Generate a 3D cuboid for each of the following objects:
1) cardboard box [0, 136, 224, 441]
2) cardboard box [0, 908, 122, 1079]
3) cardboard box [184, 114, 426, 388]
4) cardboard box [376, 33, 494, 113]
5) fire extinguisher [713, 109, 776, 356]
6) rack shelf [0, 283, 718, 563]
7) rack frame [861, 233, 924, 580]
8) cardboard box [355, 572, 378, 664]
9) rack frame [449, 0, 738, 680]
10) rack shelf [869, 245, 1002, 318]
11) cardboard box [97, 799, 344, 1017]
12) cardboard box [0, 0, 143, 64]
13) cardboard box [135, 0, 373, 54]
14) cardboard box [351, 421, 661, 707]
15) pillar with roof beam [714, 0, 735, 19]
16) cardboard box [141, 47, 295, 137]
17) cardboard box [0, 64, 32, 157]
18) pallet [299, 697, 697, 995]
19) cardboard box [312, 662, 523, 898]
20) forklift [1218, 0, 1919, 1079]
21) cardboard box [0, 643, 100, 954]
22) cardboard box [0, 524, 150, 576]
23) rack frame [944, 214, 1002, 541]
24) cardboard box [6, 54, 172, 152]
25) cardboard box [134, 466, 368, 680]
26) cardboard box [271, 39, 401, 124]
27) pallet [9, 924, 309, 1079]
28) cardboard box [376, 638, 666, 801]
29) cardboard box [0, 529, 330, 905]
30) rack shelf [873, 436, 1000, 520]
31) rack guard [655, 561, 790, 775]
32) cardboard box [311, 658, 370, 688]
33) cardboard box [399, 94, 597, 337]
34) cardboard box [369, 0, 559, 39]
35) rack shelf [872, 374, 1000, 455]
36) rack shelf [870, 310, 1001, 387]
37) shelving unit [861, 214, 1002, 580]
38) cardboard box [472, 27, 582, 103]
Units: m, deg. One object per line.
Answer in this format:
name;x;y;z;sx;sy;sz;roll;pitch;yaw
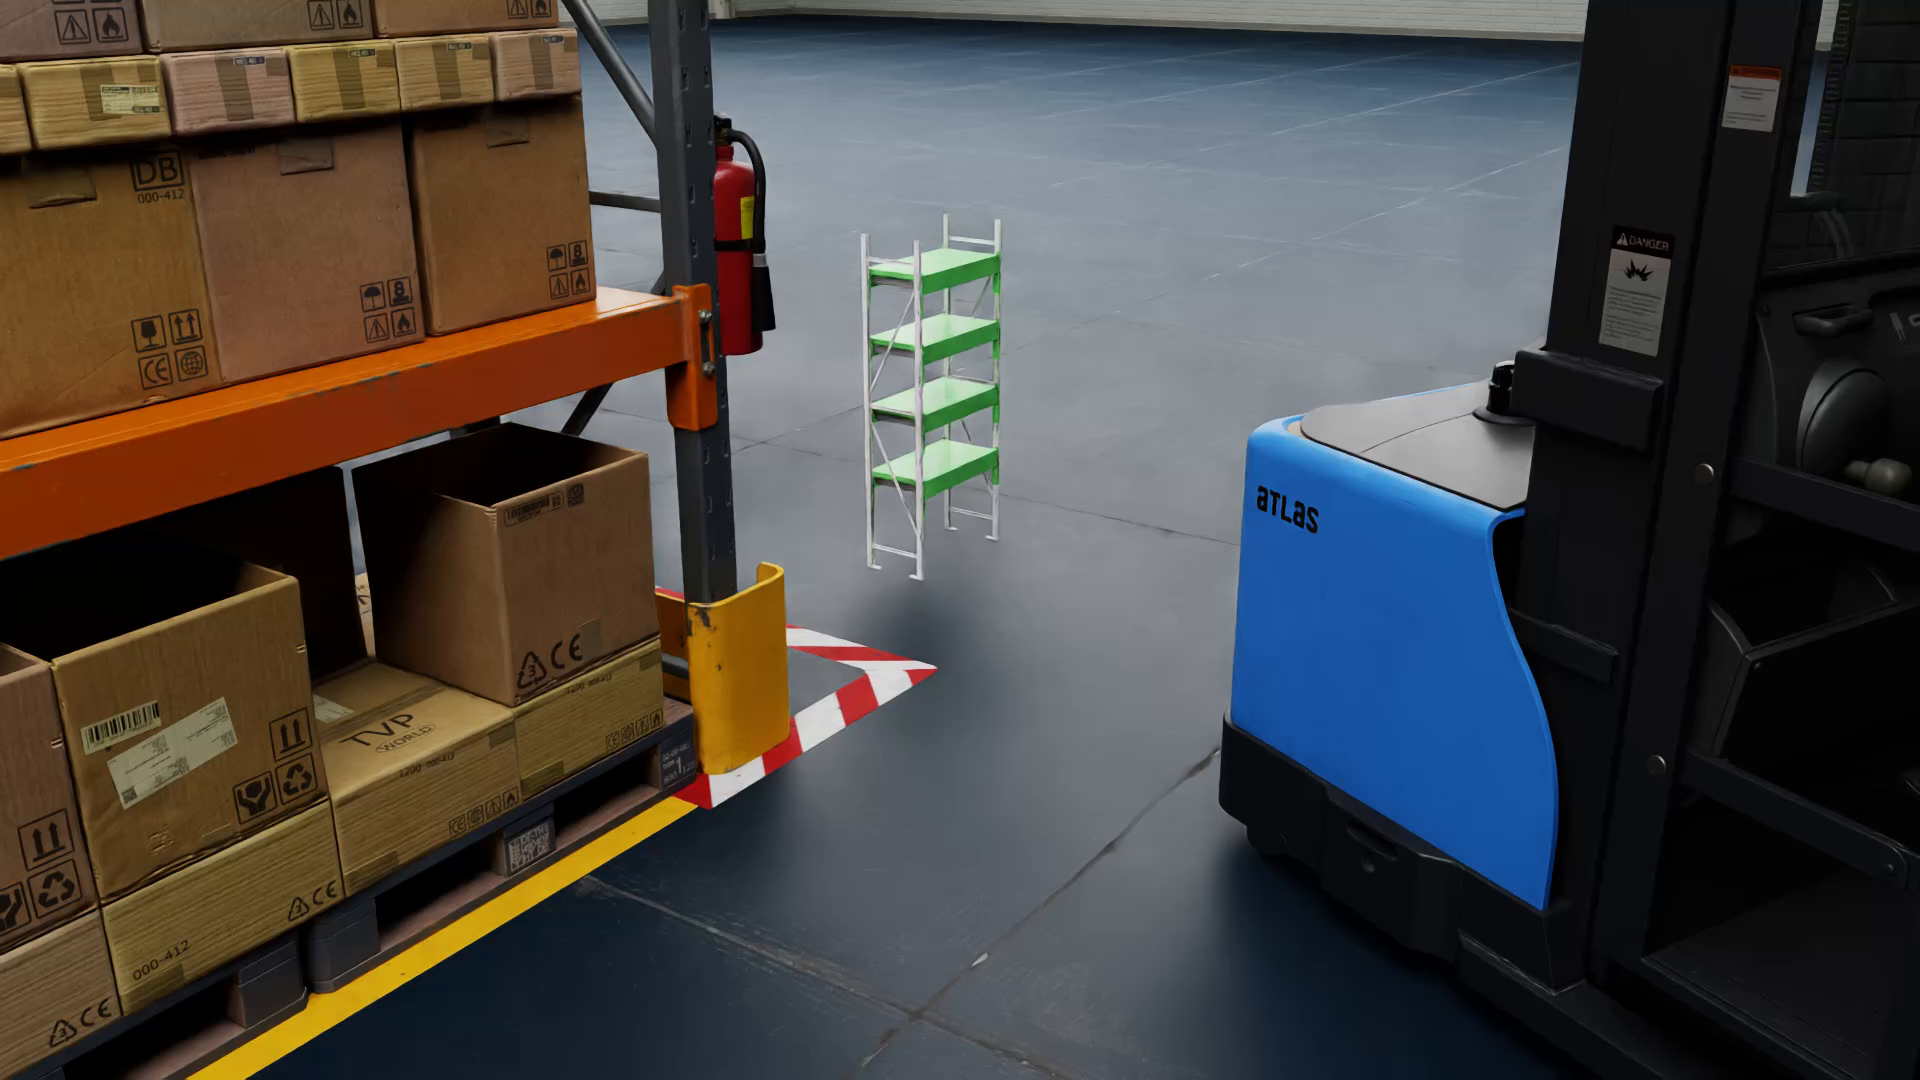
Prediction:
cardboard box;-1.902;-0.536;3.247;0.700;0.500;0.500;13;24;32
cardboard box;-1.944;0.823;3.074;0.500;0.250;0.500;13;24;32
cardboard box;-1.618;-0.678;3.629;0.700;0.500;0.500;14;24;33
cardboard box;-1.257;-1.043;3.681;0.380;0.149;0.250;14;24;33
fire extinguisher;-0.603;-0.821;4.272;0.296;0.674;0.183;13;24;32
rack shelf;-2.178;-0.002;2.985;1.077;0.370;4.000;13;24;32
rack frame;-0.230;-0.445;5.739;0.240;1.200;0.015;13;24;32
cardboard box;-1.540;0.289;4.517;0.500;0.250;0.500;13;24;32
rack frame;-1.054;-0.914;4.411;1.000;3.000;0.127;13;24;32
rack shelf;-0.093;-0.906;5.784;0.258;0.148;0.480;13;24;32
cardboard box;-1.662;0.680;3.461;0.500;0.250;0.500;13;24;32
cardboard box;-1.931;-1.126;2.970;0.700;0.500;0.500;13;24;32
cardboard box;-1.648;-1.270;3.362;0.700;0.500;0.500;13;24;30
cardboard box;-1.109;0.039;4.113;0.500;0.500;0.500;13;24;32
pillar with roof beam;-2.260;-16.304;37.371;9.100;9.000;0.400;13;24;32
cardboard box;-1.544;-0.897;3.288;0.380;0.149;0.250;14;24;33
cardboard box;-1.838;-0.746;2.879;0.380;0.149;0.250;14;25;33
pallet;-1.449;0.622;4.280;1.003;0.211;1.213;13;24;32
cardboard box;-1.382;0.536;3.850;0.500;0.250;0.500;13;24;32
forklift;1.841;-0.289;2.822;1.130;2.935;3.031;-12;23;-28
cardboard box;-1.942;0.472;2.942;0.500;0.500;0.500;13;24;32
cardboard box;-2.089;0.228;3.603;0.500;0.500;0.500;13;24;32
rack frame;0.044;-0.585;6.118;0.240;1.200;0.015;13;24;32
cardboard box;-1.691;-0.822;3.085;0.380;0.149;0.250;14;25;33
cardboard box;-1.819;0.082;3.998;0.500;0.500;0.500;13;24;32
cardboard box;-1.401;-0.969;3.482;0.380;0.149;0.250;13;24;31
pallet;-2.136;0.970;3.337;1.003;0.211;1.213;13;24;32
cardboard box;-1.111;0.390;4.244;0.500;0.250;0.500;13;24;32
cardboard box;-1.659;0.329;3.329;0.500;0.500;0.500;13;24;32
rack shelf;-0.093;-0.230;6.034;0.258;0.148;0.480;13;24;32
rack guard;-1.041;0.252;4.864;1.175;0.500;0.348;13;24;32
cardboard box;-1.818;0.434;4.127;0.500;0.250;0.500;13;24;32
cardboard box;-1.327;-0.829;4.039;0.700;0.500;0.500;13;24;32
cardboard box;-1.357;-1.422;3.772;0.700;0.500;0.500;13;24;32
rack shelf;-0.093;-0.455;5.951;0.258;0.148;0.480;13;24;32
rack shelf;-0.093;-0.680;5.867;0.258;0.148;0.480;13;24;32
shelving unit;-0.093;-0.515;5.928;0.258;1.200;0.503;13;24;32
cardboard box;-1.111;-1.118;3.885;0.380;0.149;0.250;13;24;31
